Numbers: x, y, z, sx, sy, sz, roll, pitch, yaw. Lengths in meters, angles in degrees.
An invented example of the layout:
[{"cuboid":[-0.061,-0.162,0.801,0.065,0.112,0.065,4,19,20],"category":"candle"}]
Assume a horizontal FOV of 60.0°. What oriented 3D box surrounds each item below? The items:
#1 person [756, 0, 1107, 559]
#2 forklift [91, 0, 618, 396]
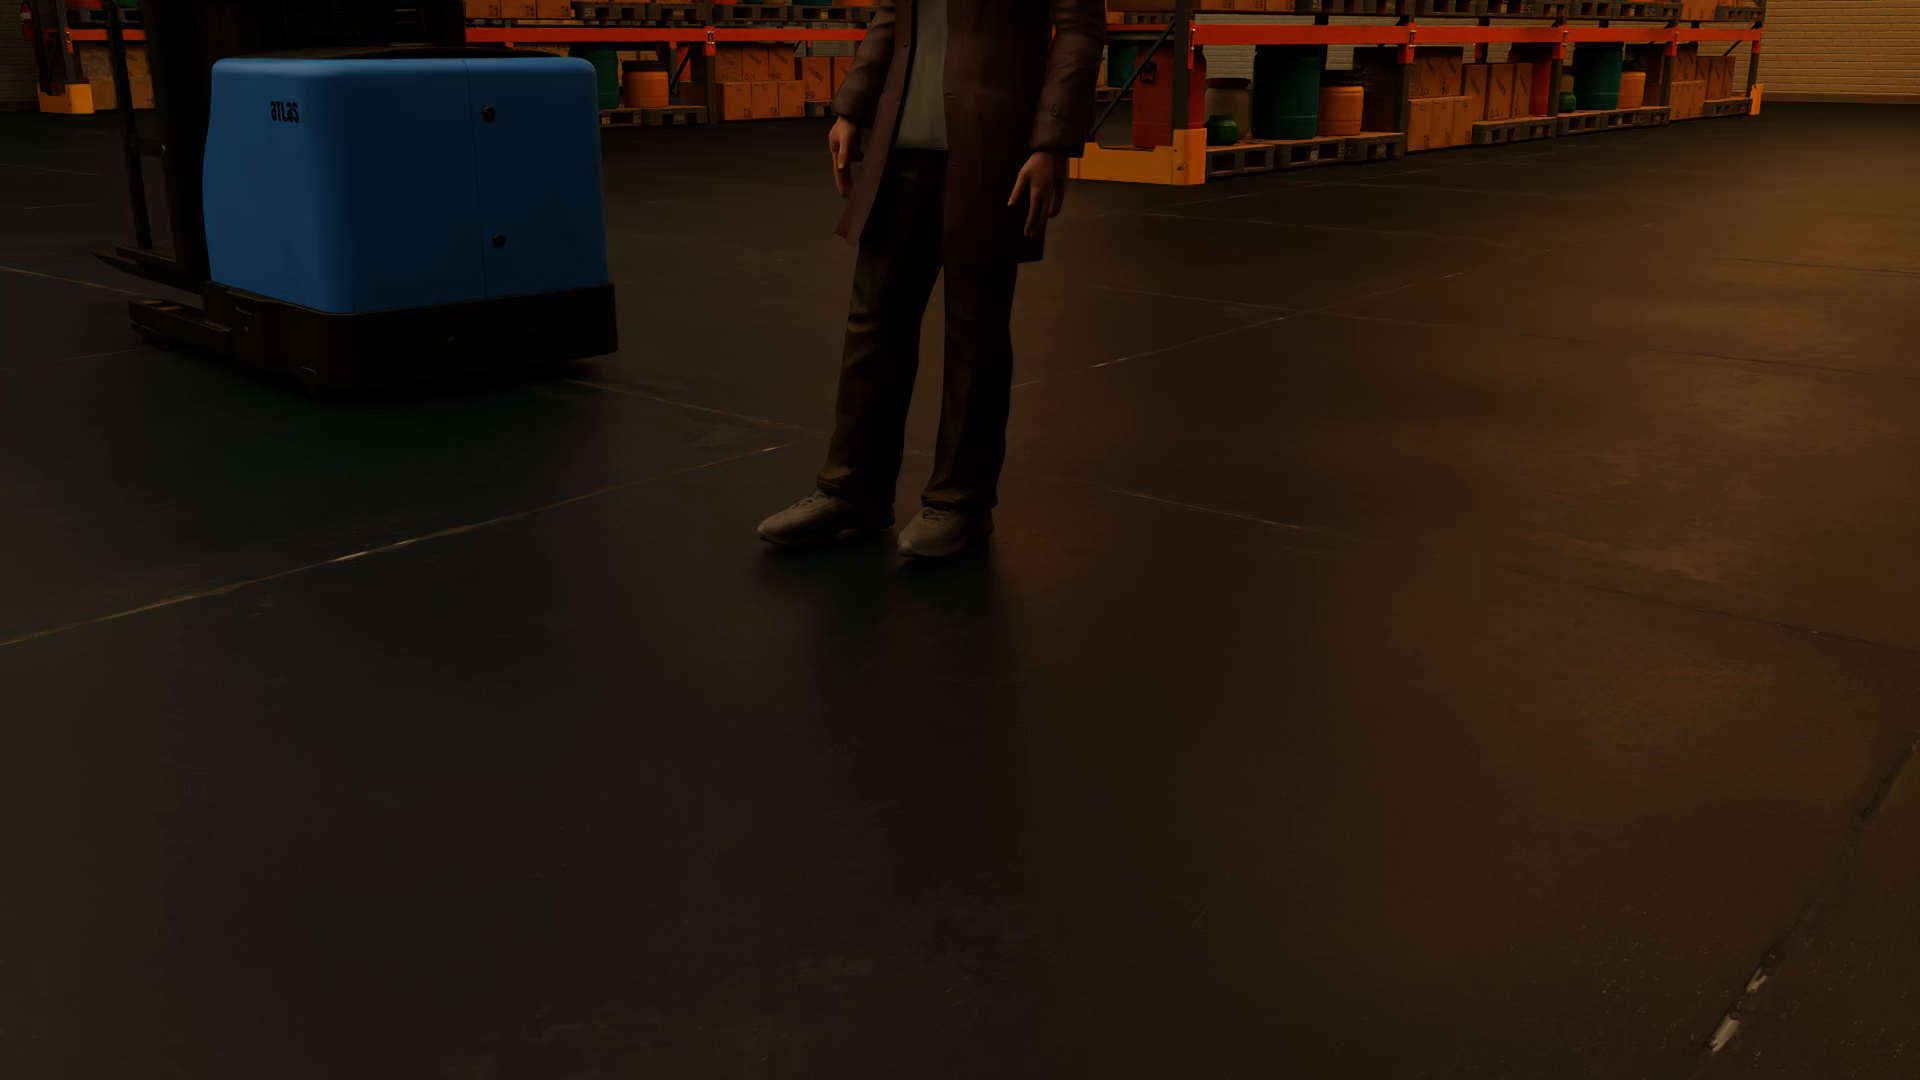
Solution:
[{"cuboid":[-0.066,-0.839,3.621,0.684,1.775,0.582,13,21,37],"category":"person"},{"cuboid":[-2.591,-2.221,6.212,1.130,2.935,3.031,-15,23,-41],"category":"forklift"}]
